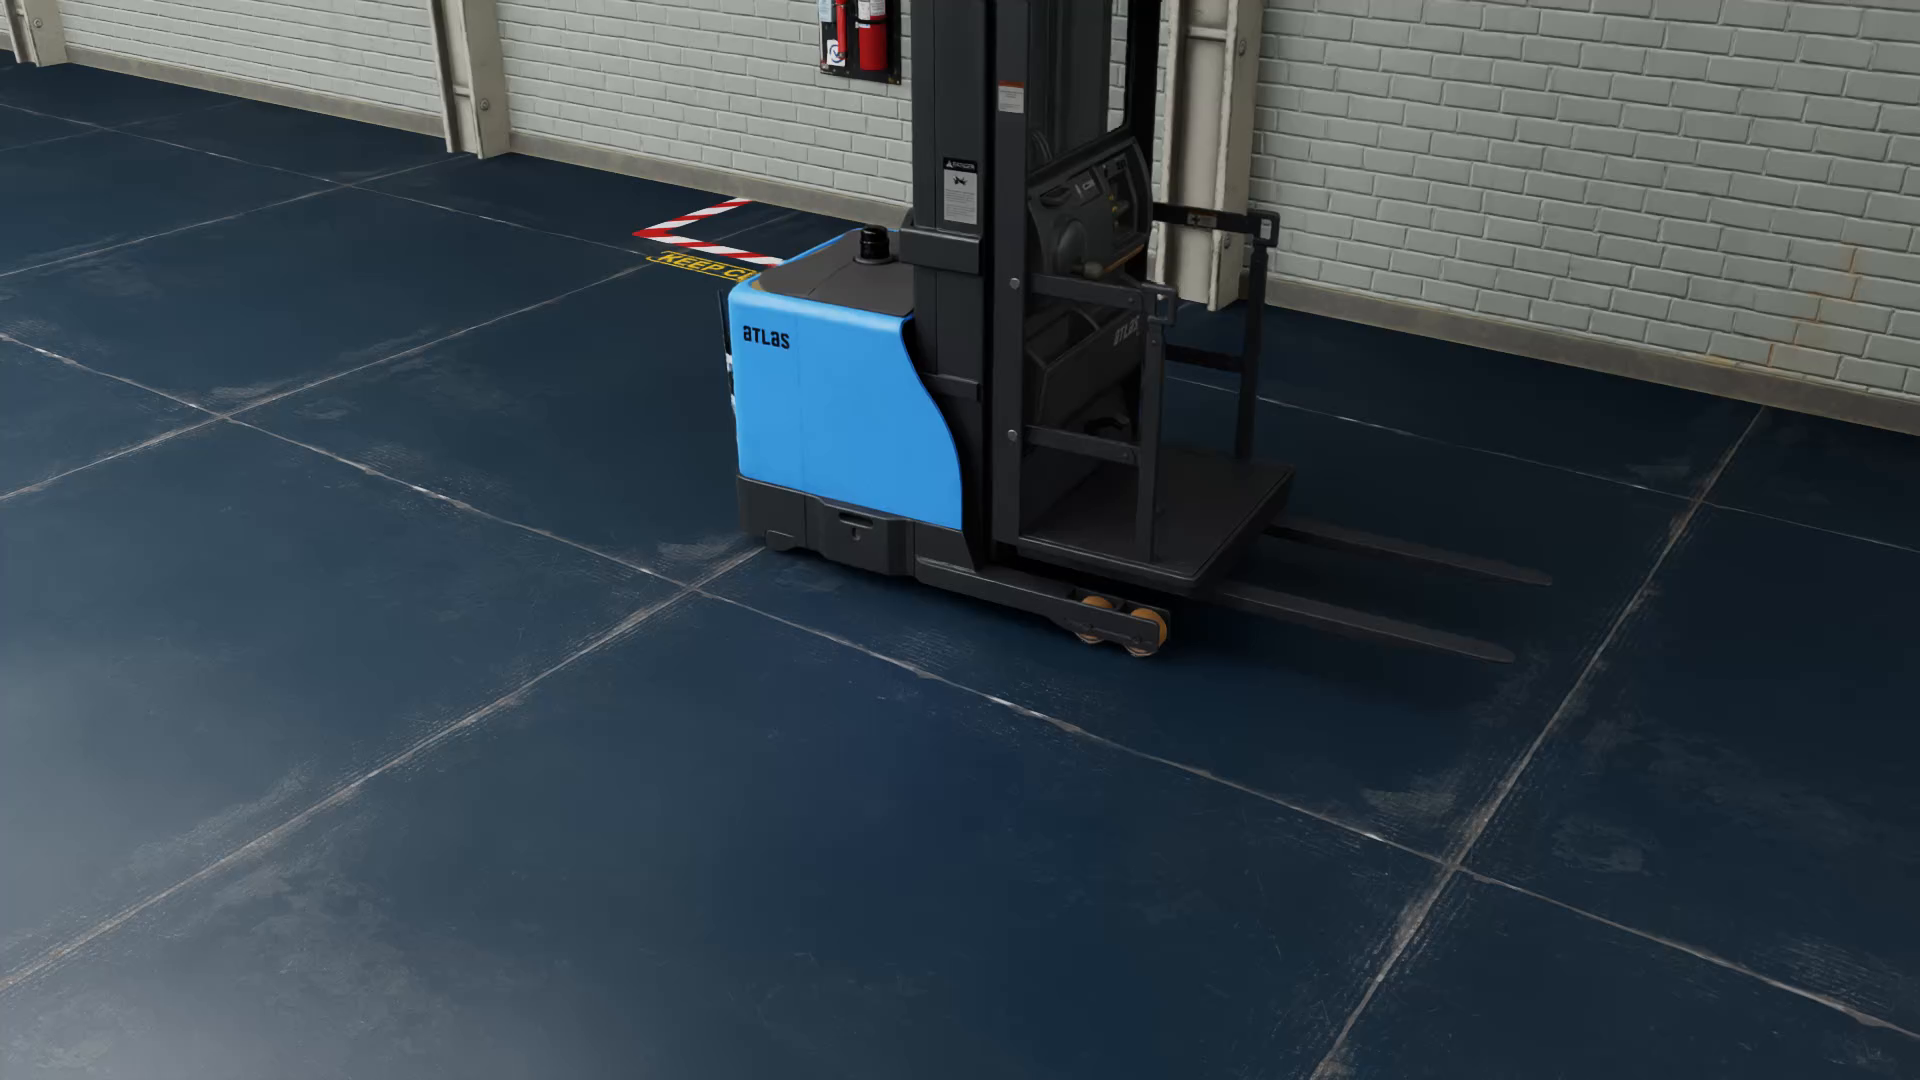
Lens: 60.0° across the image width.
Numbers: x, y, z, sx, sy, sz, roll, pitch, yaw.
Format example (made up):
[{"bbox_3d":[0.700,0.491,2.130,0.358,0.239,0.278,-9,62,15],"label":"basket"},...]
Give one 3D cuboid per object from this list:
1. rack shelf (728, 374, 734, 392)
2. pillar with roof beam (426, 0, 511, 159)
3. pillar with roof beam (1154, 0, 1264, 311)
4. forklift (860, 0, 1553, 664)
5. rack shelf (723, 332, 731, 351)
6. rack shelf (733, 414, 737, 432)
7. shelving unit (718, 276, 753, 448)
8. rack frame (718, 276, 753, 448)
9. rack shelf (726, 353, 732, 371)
[{"bbox_3d":[-0.810,-0.684,6.962,0.200,0.077,0.258,11,29,30],"label":"rack shelf"},{"bbox_3d":[-6.036,-5.320,7.282,0.400,9.000,9.100,17,32,30],"label":"pillar with roof beam"},{"bbox_3d":[-1.091,-3.779,4.255,0.400,9.000,9.100,17,32,30],"label":"pillar with roof beam"},{"bbox_3d":[0.644,-1.163,5.804,3.031,2.935,1.110,14,30,25],"label":"forklift"},{"bbox_3d":[-0.821,-0.847,6.886,0.200,0.077,0.258,11,29,30],"label":"rack shelf"},{"bbox_3d":[-0.798,-0.520,7.037,0.200,0.077,0.258,11,29,30],"label":"rack shelf"},{"bbox_3d":[-0.806,-0.632,6.985,0.210,0.900,0.258,11,29,30],"label":"shelving unit"},{"bbox_3d":[-0.893,-0.649,7.036,0.006,0.900,0.240,11,29,30],"label":"rack frame"},{"bbox_3d":[-0.815,-0.765,6.924,0.200,0.077,0.258,11,29,30],"label":"rack shelf"}]
